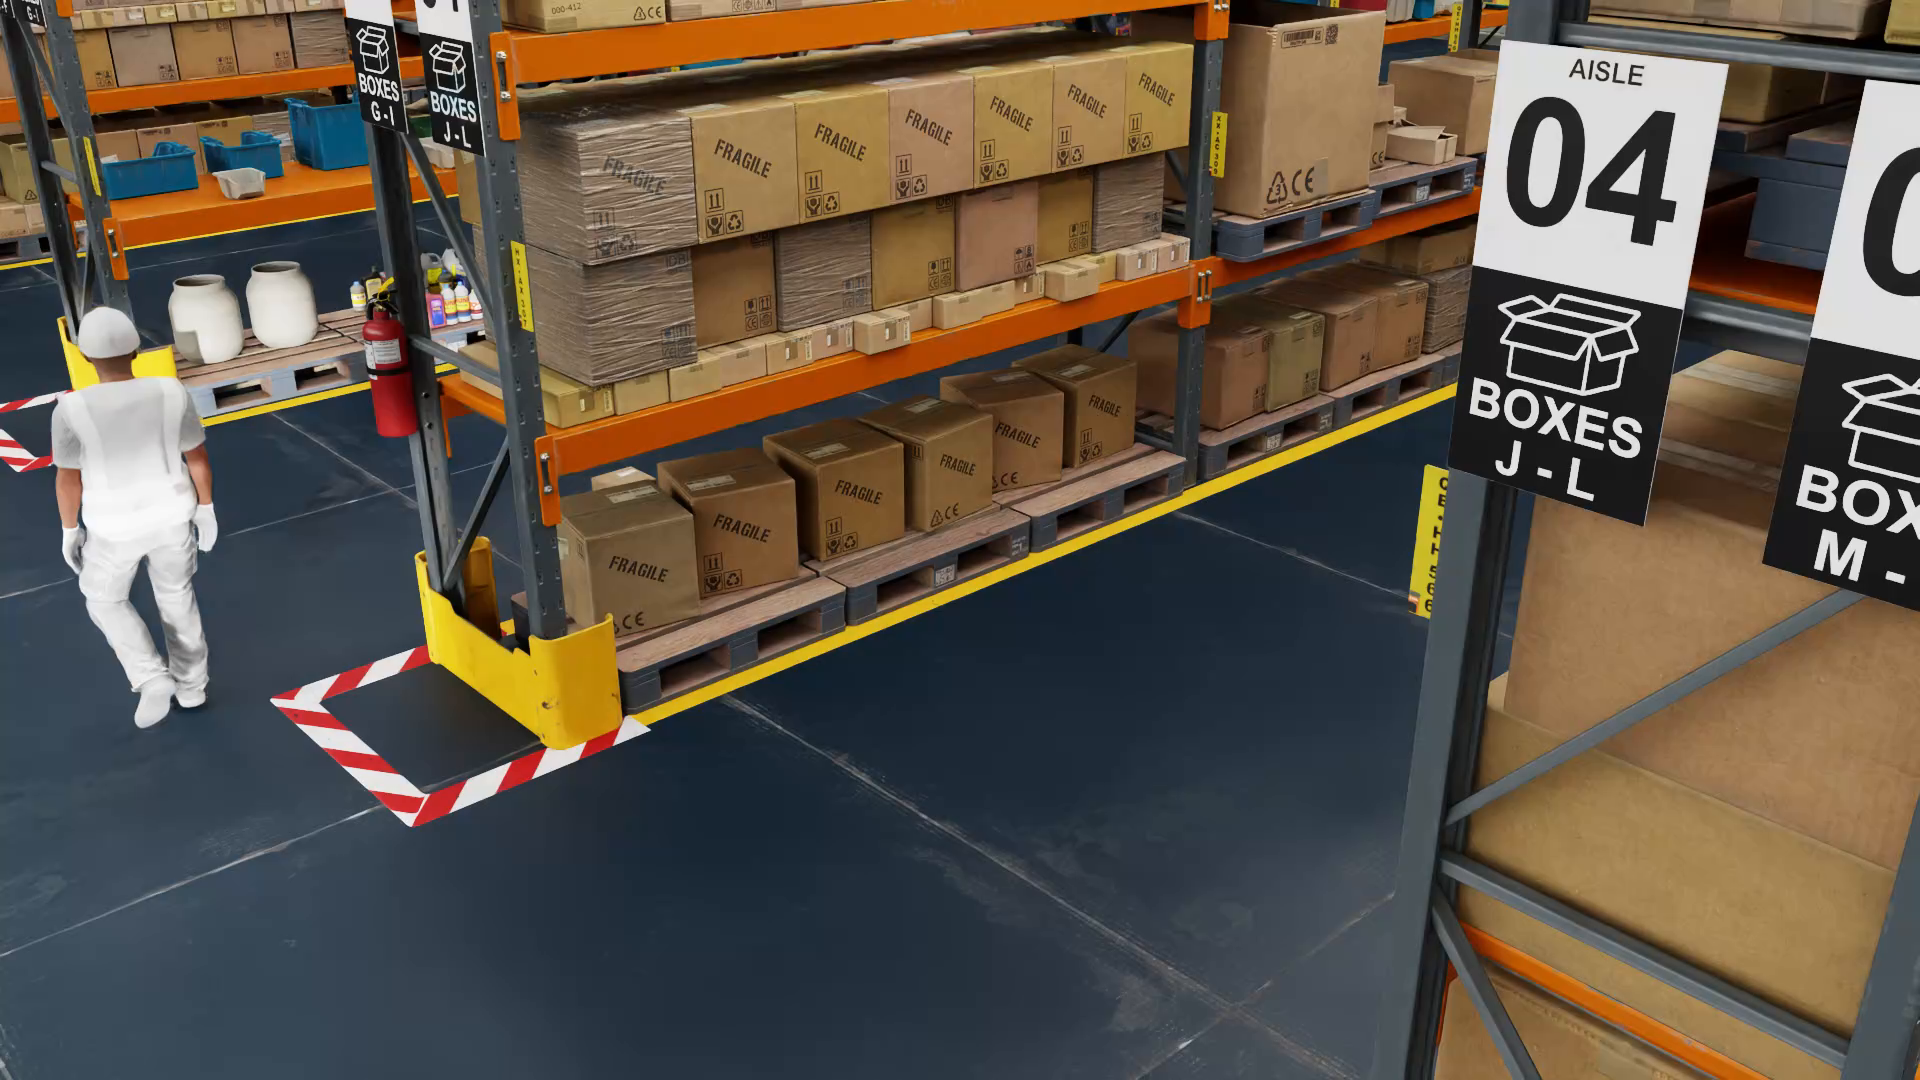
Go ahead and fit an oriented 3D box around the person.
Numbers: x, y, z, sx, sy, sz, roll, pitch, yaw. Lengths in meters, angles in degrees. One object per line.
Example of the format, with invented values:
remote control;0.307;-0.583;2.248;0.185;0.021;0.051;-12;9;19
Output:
person;-3.303;-0.079;6.698;0.582;1.768;0.620;-20;31;-37
